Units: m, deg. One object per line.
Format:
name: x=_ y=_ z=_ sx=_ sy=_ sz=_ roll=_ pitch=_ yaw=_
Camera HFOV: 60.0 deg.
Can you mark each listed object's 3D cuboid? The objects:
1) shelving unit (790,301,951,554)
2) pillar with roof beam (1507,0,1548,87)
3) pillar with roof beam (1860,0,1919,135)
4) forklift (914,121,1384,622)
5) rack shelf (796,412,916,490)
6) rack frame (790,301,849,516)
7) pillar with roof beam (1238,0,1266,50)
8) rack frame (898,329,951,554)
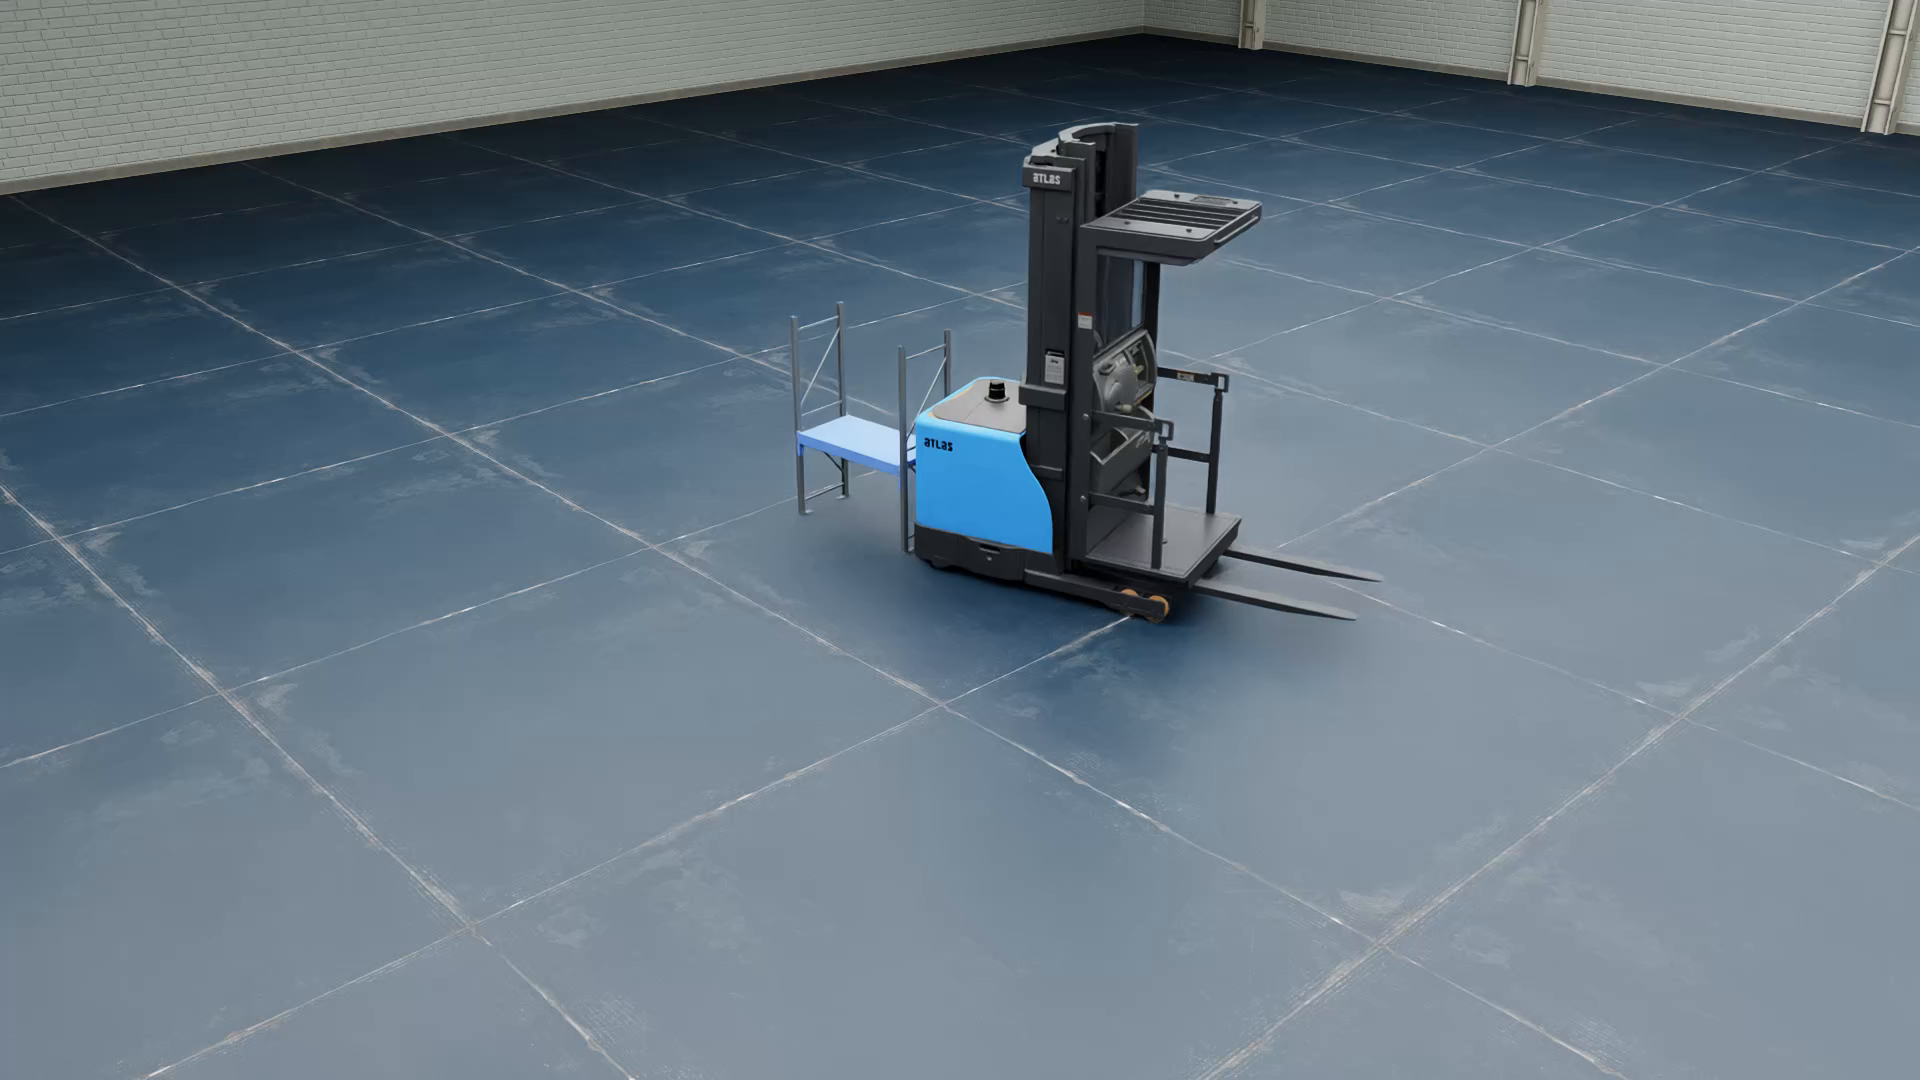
shelving unit: x=-0.621 y=-0.803 z=11.703 sx=1.048 sy=1.500 sz=0.538 roll=20 pitch=31 yaw=36
pillar with roof beam: x=6.794 y=-10.935 z=24.877 sx=9.100 sy=9.000 sz=0.400 roll=-21 pitch=32 yaw=-38
pillar with roof beam: x=10.895 y=-9.117 z=20.893 sx=9.100 sy=9.000 sz=0.400 roll=-21 pitch=32 yaw=-38
forklift: x=1.234 y=-1.062 z=10.546 sx=3.031 sy=2.935 sz=1.130 roll=12 pitch=27 yaw=25
rack shelf: x=-0.621 y=-0.639 z=11.778 sx=1.000 sy=0.185 sz=0.538 roll=20 pitch=31 yaw=36
rack frame: x=-1.007 y=-0.940 z=12.004 sx=0.032 sy=1.500 sz=0.500 roll=20 pitch=31 yaw=36
pillar with roof beam: x=2.693 y=-12.753 z=28.862 sx=9.100 sy=9.000 sz=0.400 roll=-21 pitch=32 yaw=-38
rack frame: x=-0.234 y=-0.666 z=11.403 sx=0.032 sy=1.500 sz=0.500 roll=20 pitch=31 yaw=36
